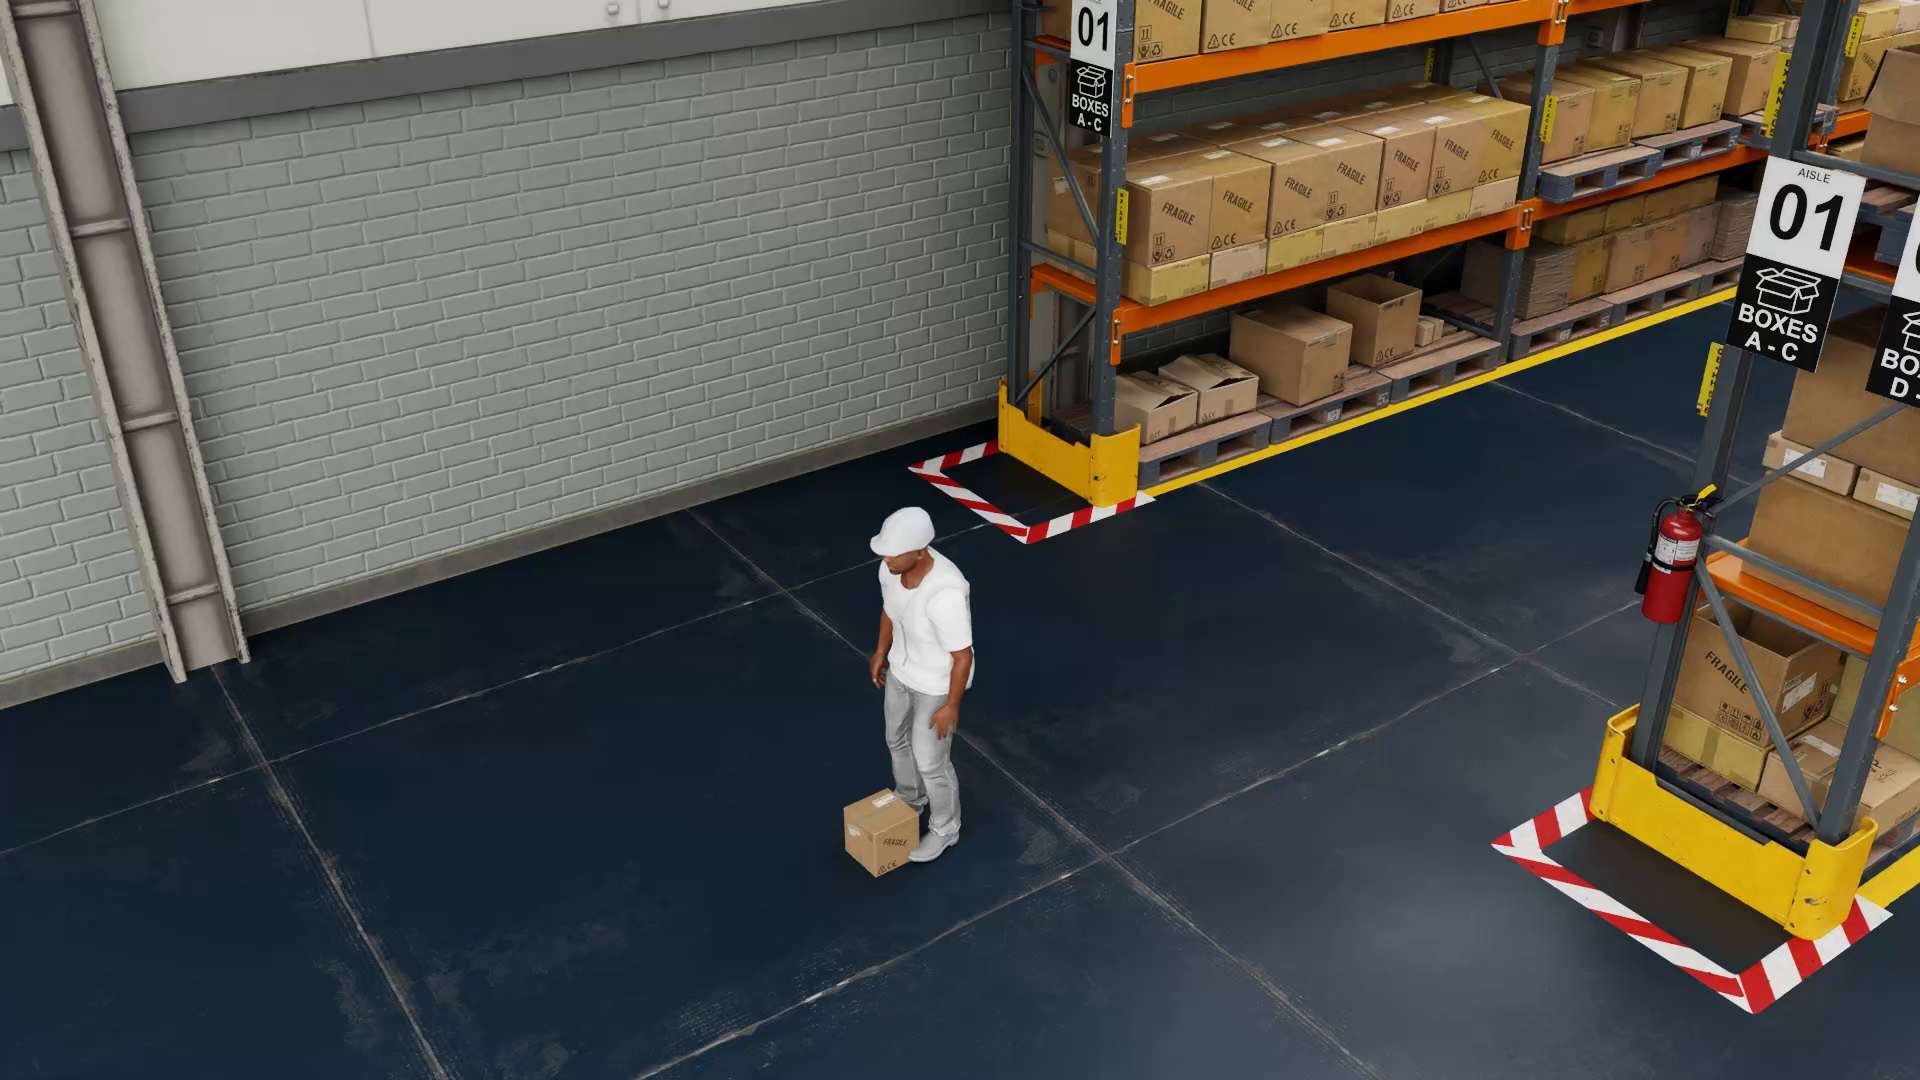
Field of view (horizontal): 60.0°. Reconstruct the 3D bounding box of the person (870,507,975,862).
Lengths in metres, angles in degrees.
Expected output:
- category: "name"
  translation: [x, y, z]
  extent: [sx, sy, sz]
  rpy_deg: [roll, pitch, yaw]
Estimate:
- category: "person"
  translation: [-0.186, 0.620, 7.457]
  extent: [0.456, 1.761, 0.627]
  rpy_deg: [-18, 33, -30]
